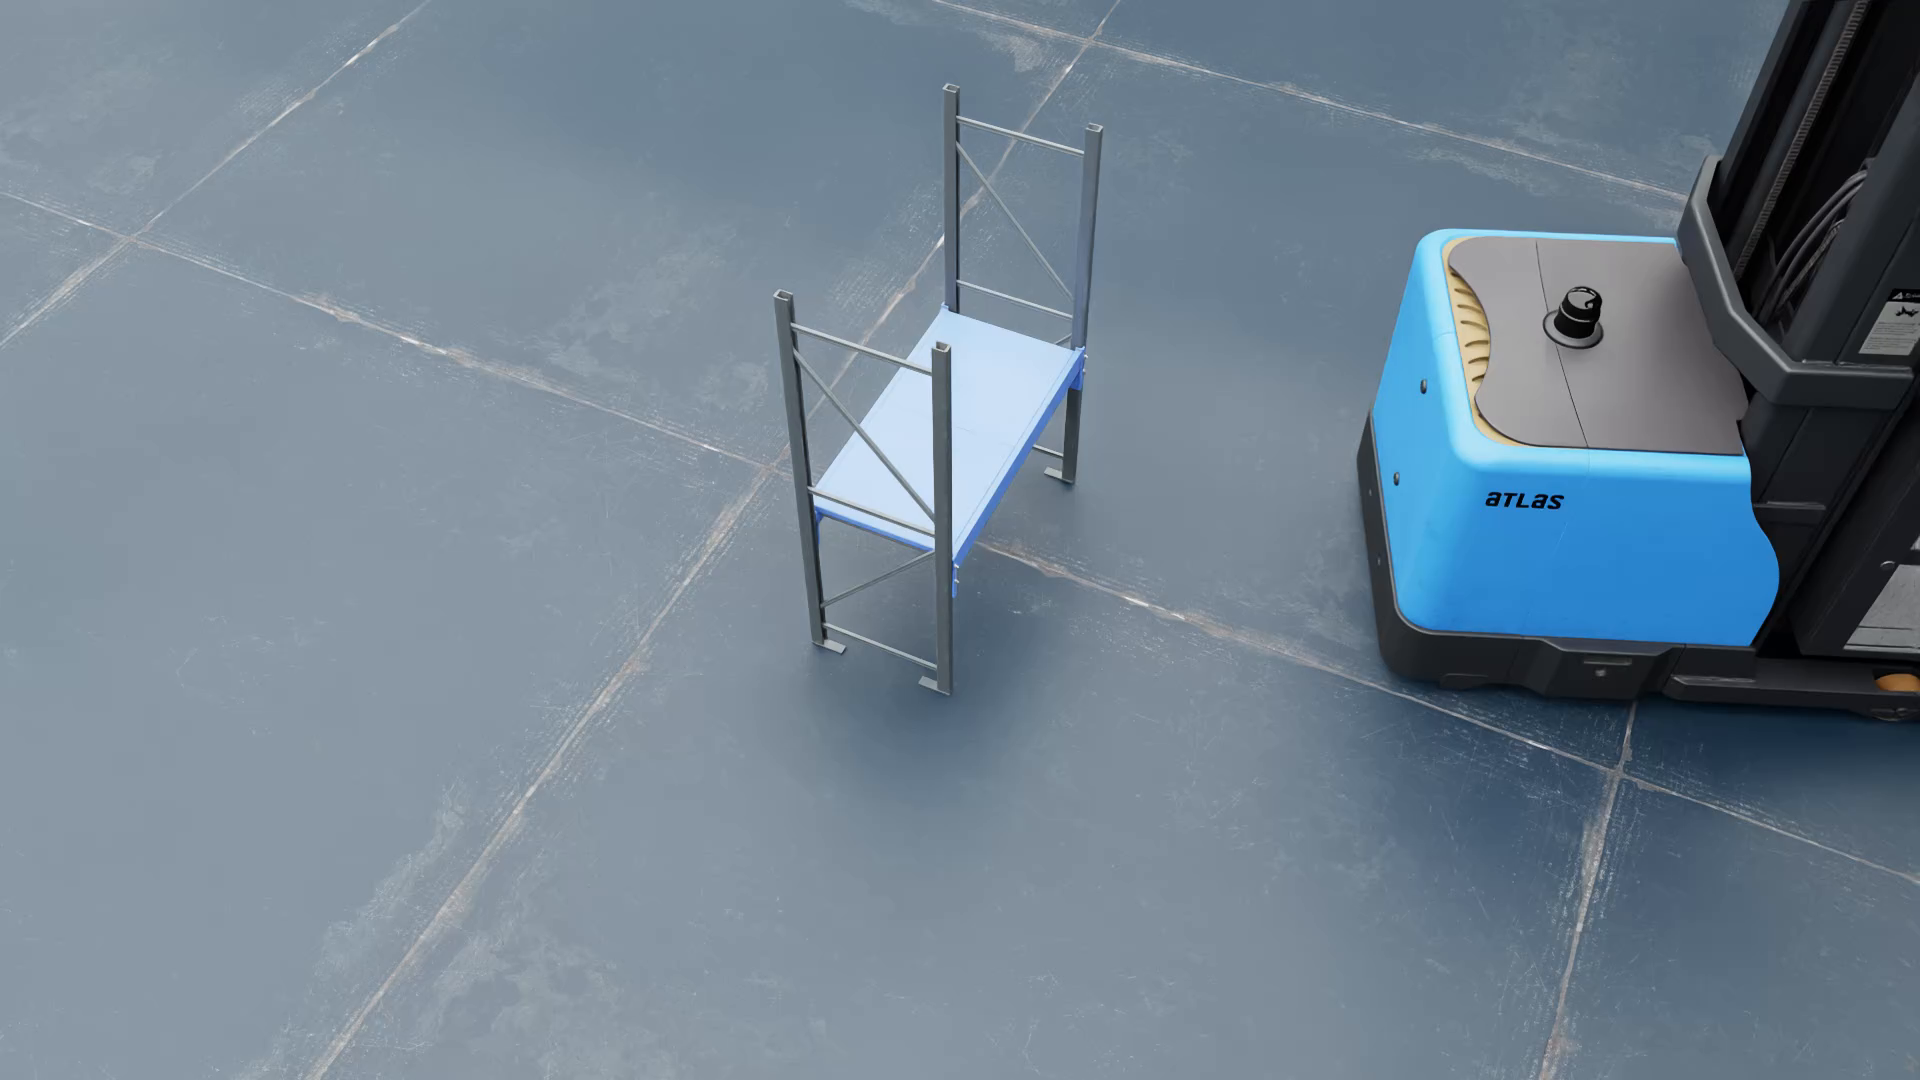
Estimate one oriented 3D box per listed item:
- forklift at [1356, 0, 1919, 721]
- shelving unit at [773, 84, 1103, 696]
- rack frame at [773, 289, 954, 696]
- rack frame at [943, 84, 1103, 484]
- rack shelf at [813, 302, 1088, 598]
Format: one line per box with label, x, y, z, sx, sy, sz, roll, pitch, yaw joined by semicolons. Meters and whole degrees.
forklift;2.890;-0.790;4.498;3.031;2.935;1.130;3;50;2
shelving unit;-0.036;-0.427;5.129;0.538;1.500;1.048;20;52;16
rack frame;-0.254;-0.077;4.831;0.500;1.500;0.032;20;52;16
rack frame;0.181;-0.777;5.427;0.500;1.500;0.032;20;52;16
rack shelf;-0.036;-0.311;5.266;0.538;0.185;1.000;20;52;16
